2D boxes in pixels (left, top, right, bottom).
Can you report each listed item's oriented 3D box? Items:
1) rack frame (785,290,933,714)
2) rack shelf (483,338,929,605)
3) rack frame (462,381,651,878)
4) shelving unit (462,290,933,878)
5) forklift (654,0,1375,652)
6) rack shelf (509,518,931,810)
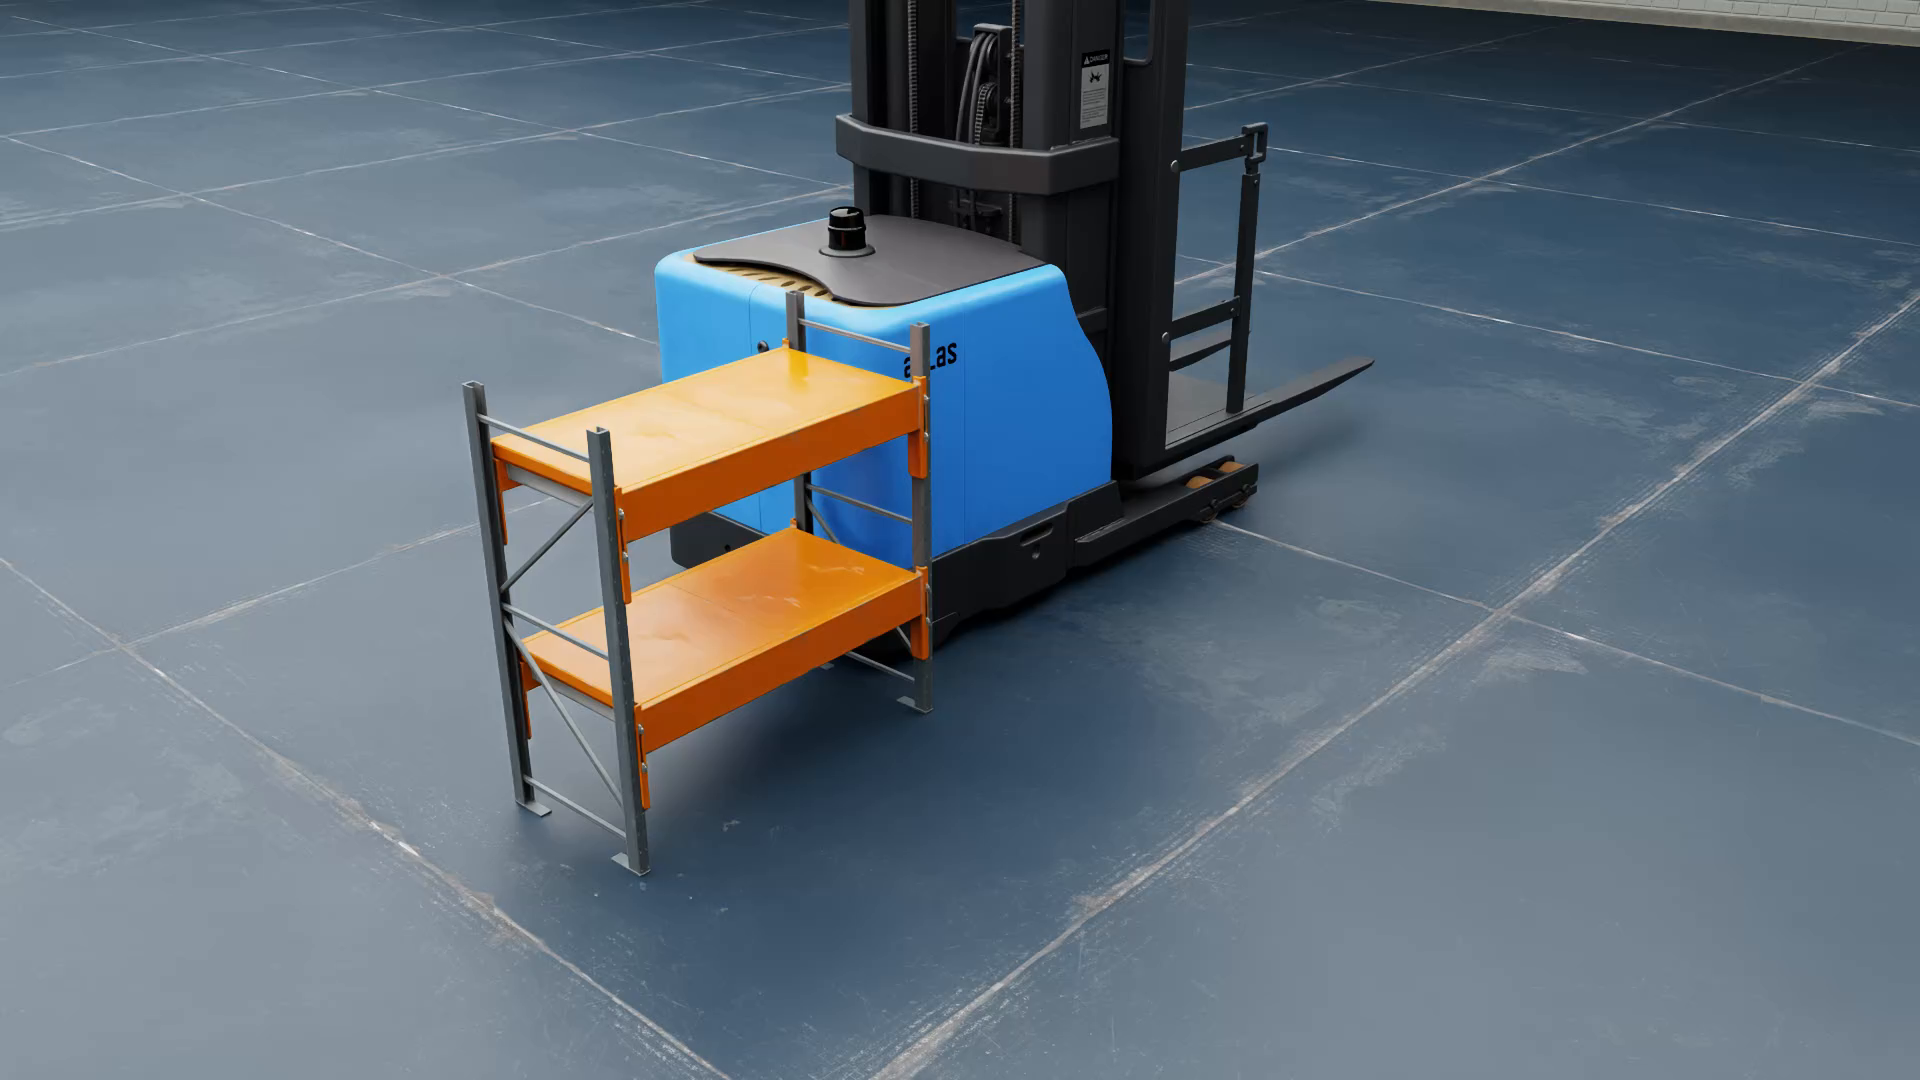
[{"bbox_3d":[-0.275,-0.096,4.589,0.500,1.125,0.032,19,31,37],"label":"rack frame"},{"bbox_3d":[-0.607,-0.206,4.118,0.538,0.278,1.000,19,31,37],"label":"rack shelf"},{"bbox_3d":[-0.939,0.219,3.887,0.500,1.125,0.032,19,31,37],"label":"rack frame"},{"bbox_3d":[-0.607,0.061,4.238,0.538,1.125,1.048,19,31,37],"label":"shelving unit"},{"bbox_3d":[0.431,-1.524,5.566,1.130,2.935,3.031,21,32,39],"label":"forklift"},{"bbox_3d":[-0.607,0.285,4.338,0.538,0.278,1.000,19,31,37],"label":"rack shelf"}]
